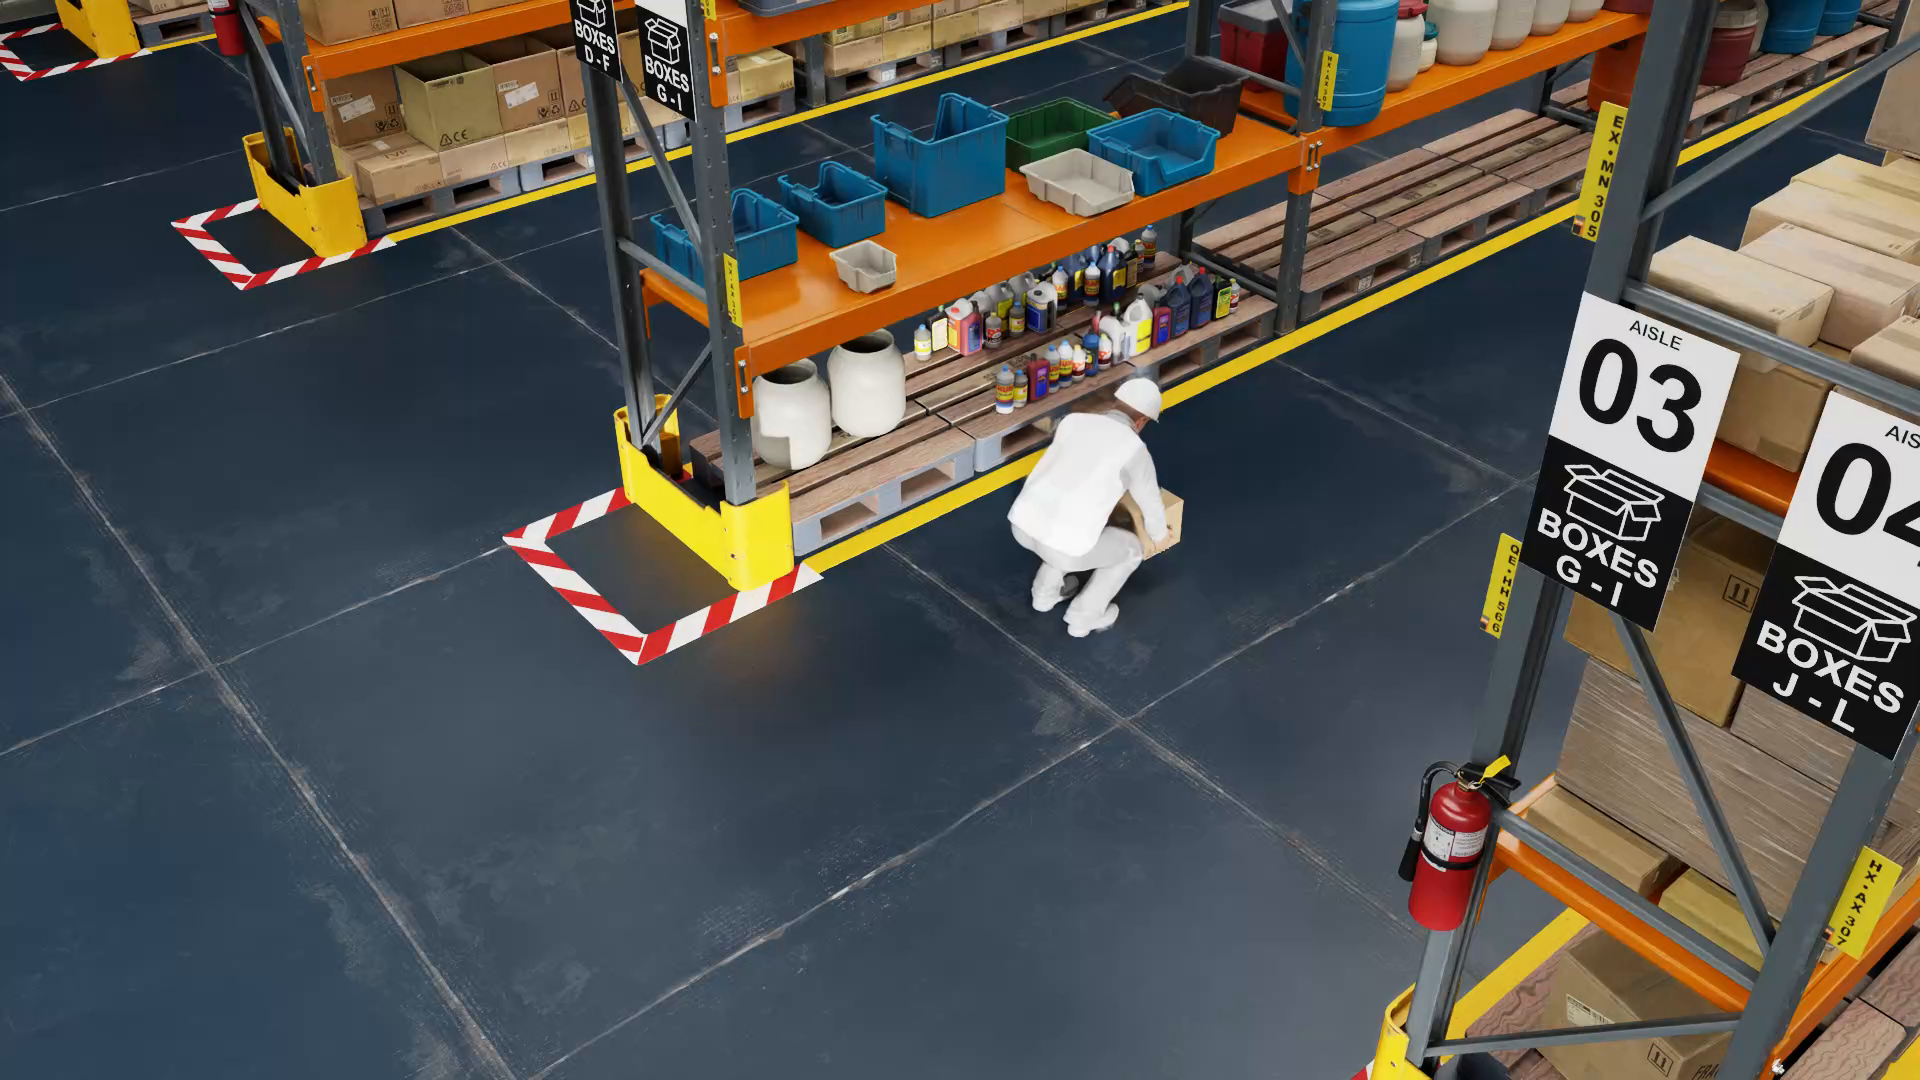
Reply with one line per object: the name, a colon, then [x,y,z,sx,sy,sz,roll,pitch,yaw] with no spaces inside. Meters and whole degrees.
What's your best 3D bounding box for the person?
person: [0.610,-0.162,7.858,0.869,1.105,0.556,-26,43,-32]
